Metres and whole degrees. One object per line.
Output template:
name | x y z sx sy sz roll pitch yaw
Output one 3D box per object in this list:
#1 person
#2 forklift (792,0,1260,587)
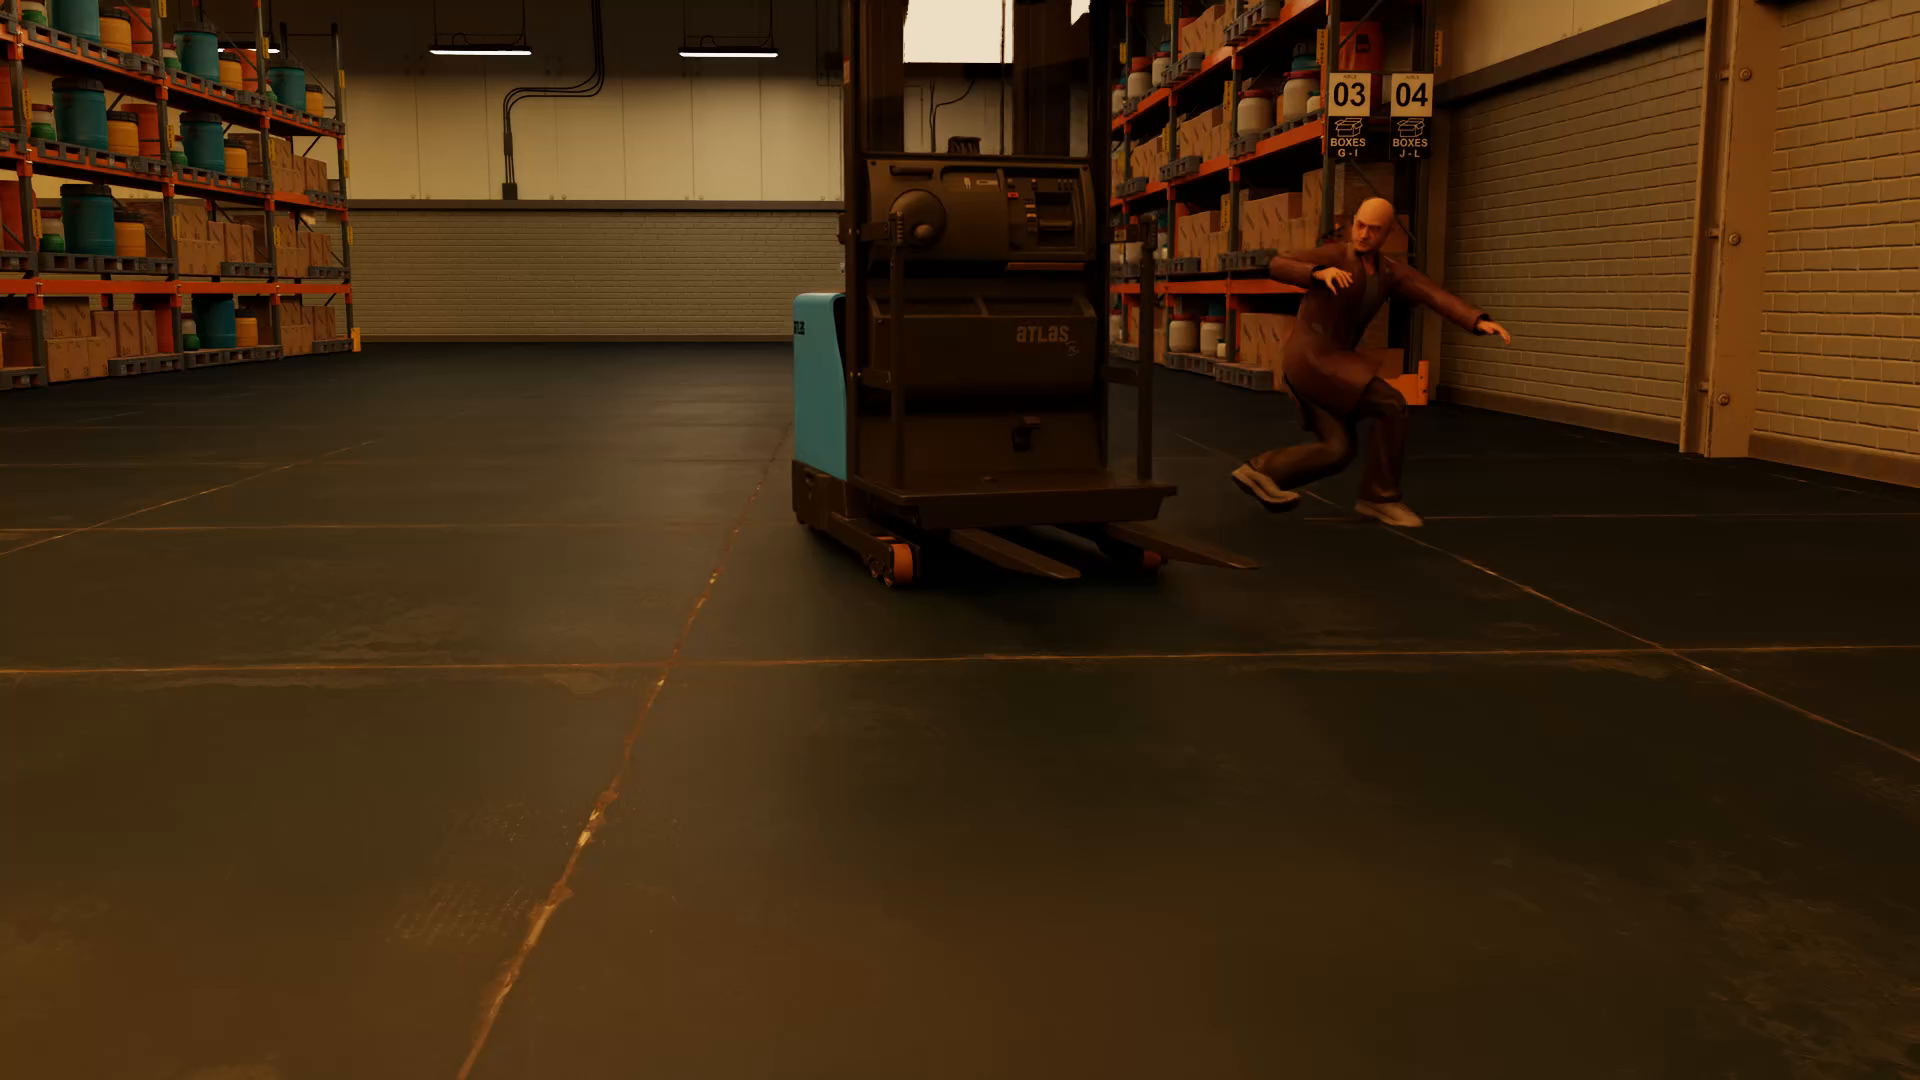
person | 1.876 -0.802 7.668 1.203 1.531 0.917 4 9 25
forklift | 0.159 -1.341 6.364 1.130 2.935 3.031 -3 9 -18
